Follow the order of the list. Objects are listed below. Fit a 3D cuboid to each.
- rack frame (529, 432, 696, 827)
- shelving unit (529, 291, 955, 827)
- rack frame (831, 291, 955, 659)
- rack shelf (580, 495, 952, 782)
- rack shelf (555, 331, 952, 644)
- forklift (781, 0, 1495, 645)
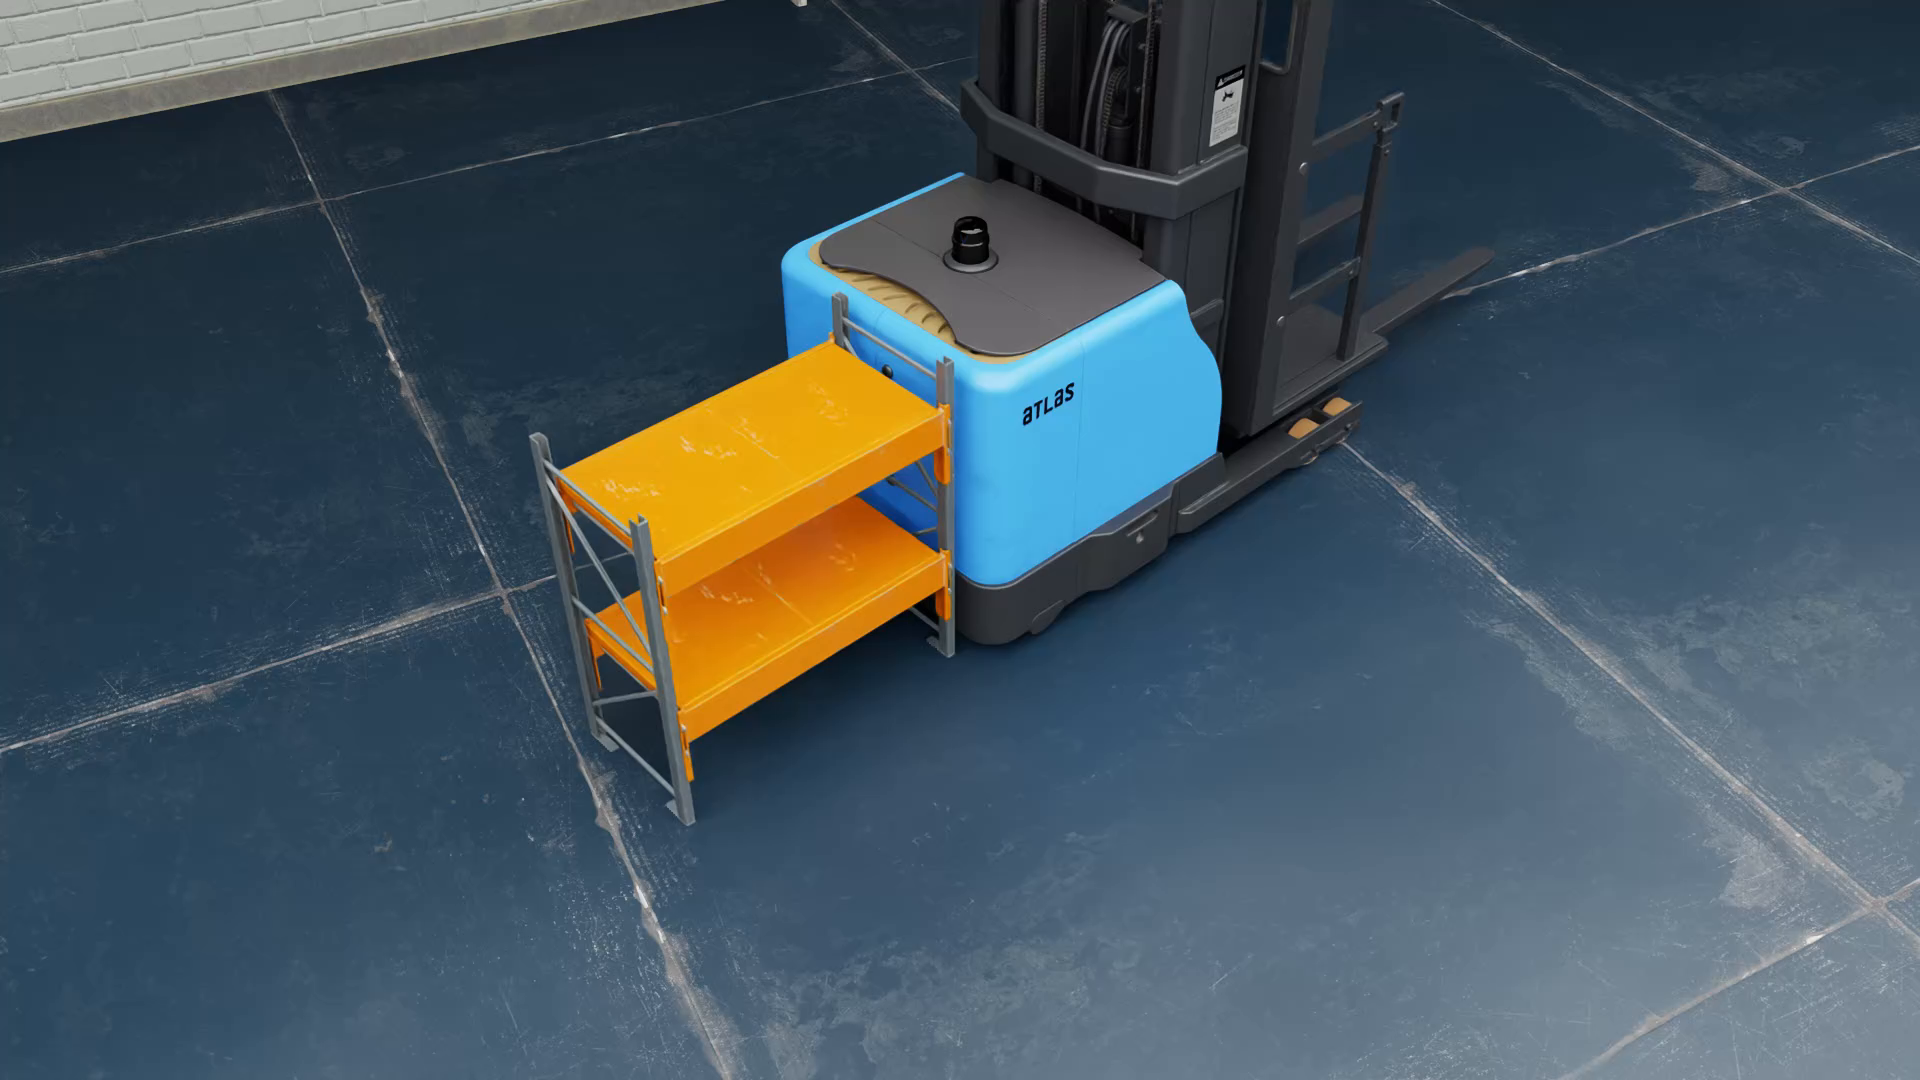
[{"bbox_3d":[-0.942,0.271,4.559,0.032,1.125,0.500,-31,49,-31],"label":"rack frame"},{"bbox_3d":[-0.569,0.047,4.823,1.048,1.125,0.538,-31,49,-31],"label":"shelving unit"},{"bbox_3d":[-0.196,-0.176,5.087,0.032,1.125,0.500,-31,49,-31],"label":"rack frame"},{"bbox_3d":[-0.569,0.234,4.981,1.000,0.278,0.538,-31,49,-31],"label":"rack shelf"},{"bbox_3d":[-0.569,-0.176,4.634,1.000,0.278,0.538,-31,49,-31],"label":"rack shelf"},{"bbox_3d":[0.851,-1.616,5.391,3.031,2.935,1.130,-31,49,-31],"label":"forklift"}]
